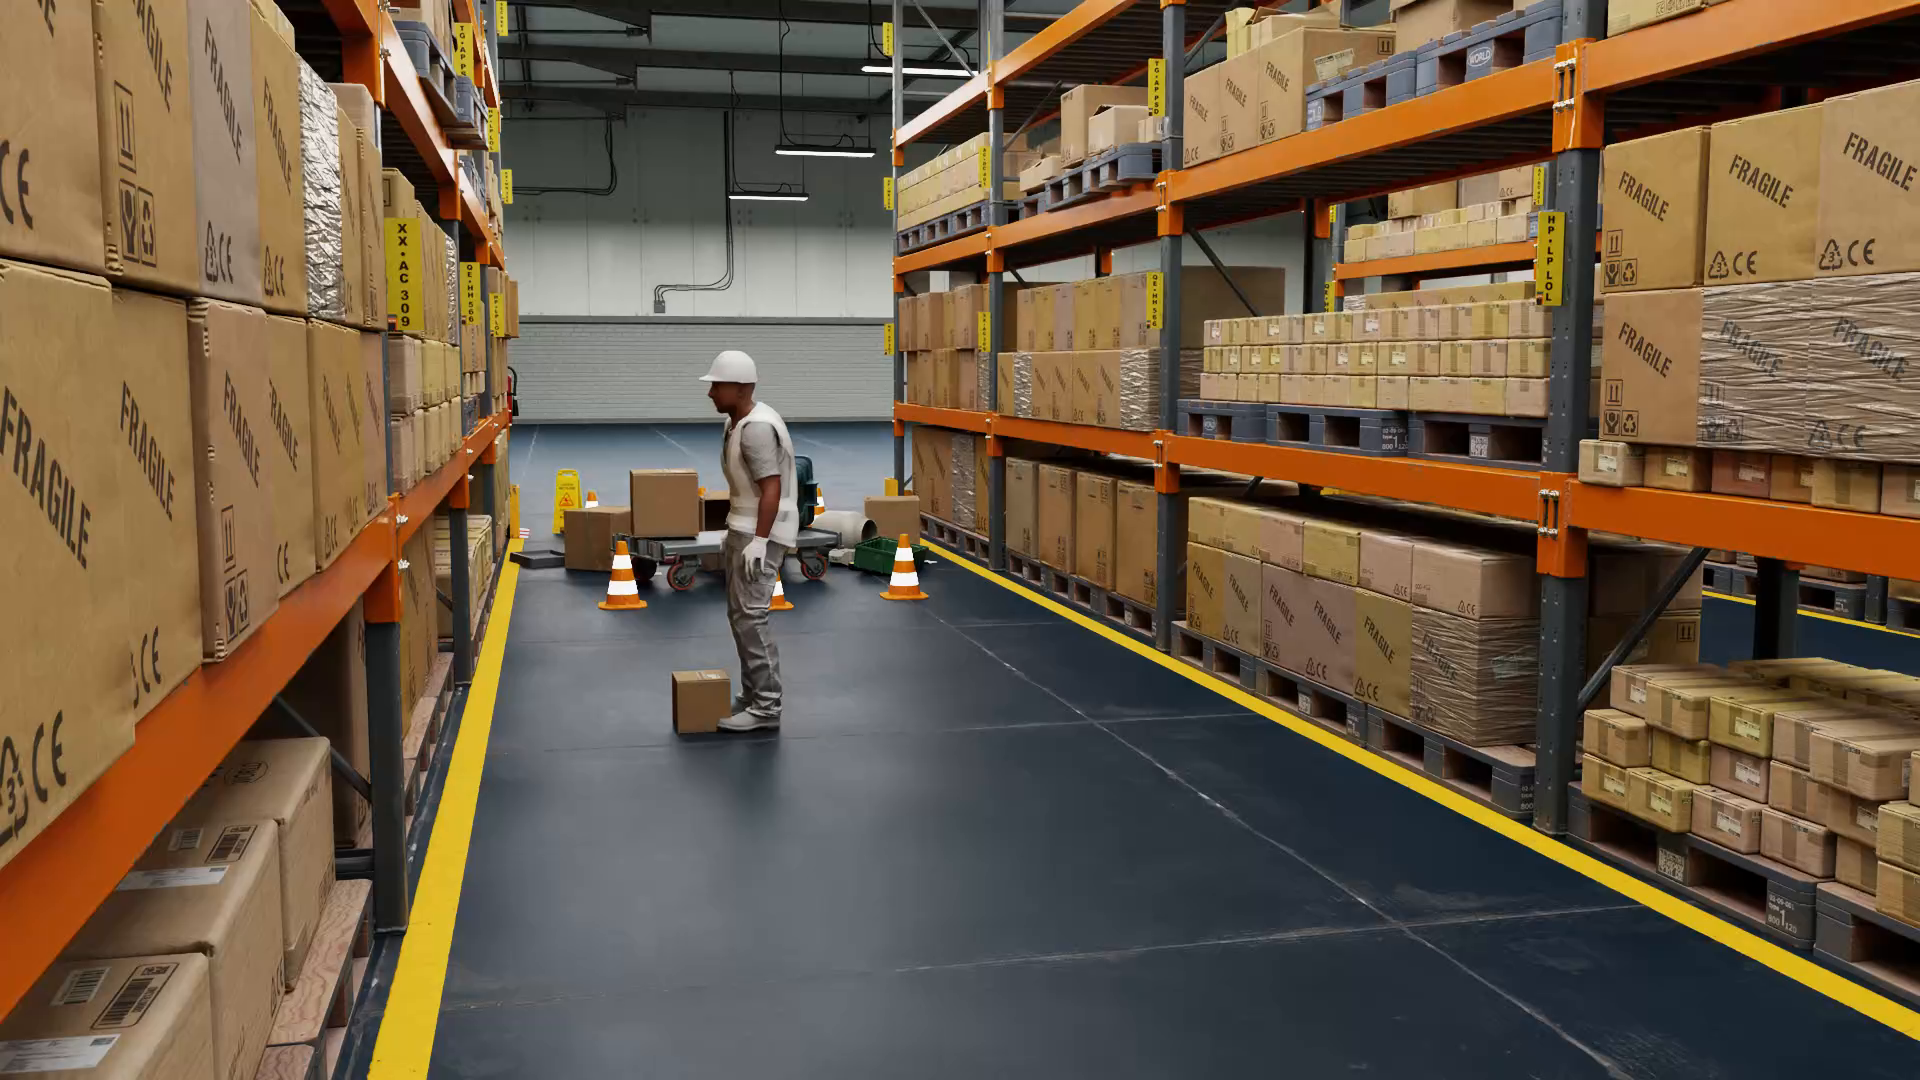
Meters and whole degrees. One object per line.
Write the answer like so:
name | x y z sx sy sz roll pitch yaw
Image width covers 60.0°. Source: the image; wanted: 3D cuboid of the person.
person | -0.999 0.000 7.844 0.451 1.773 0.627 -2 6 -17
